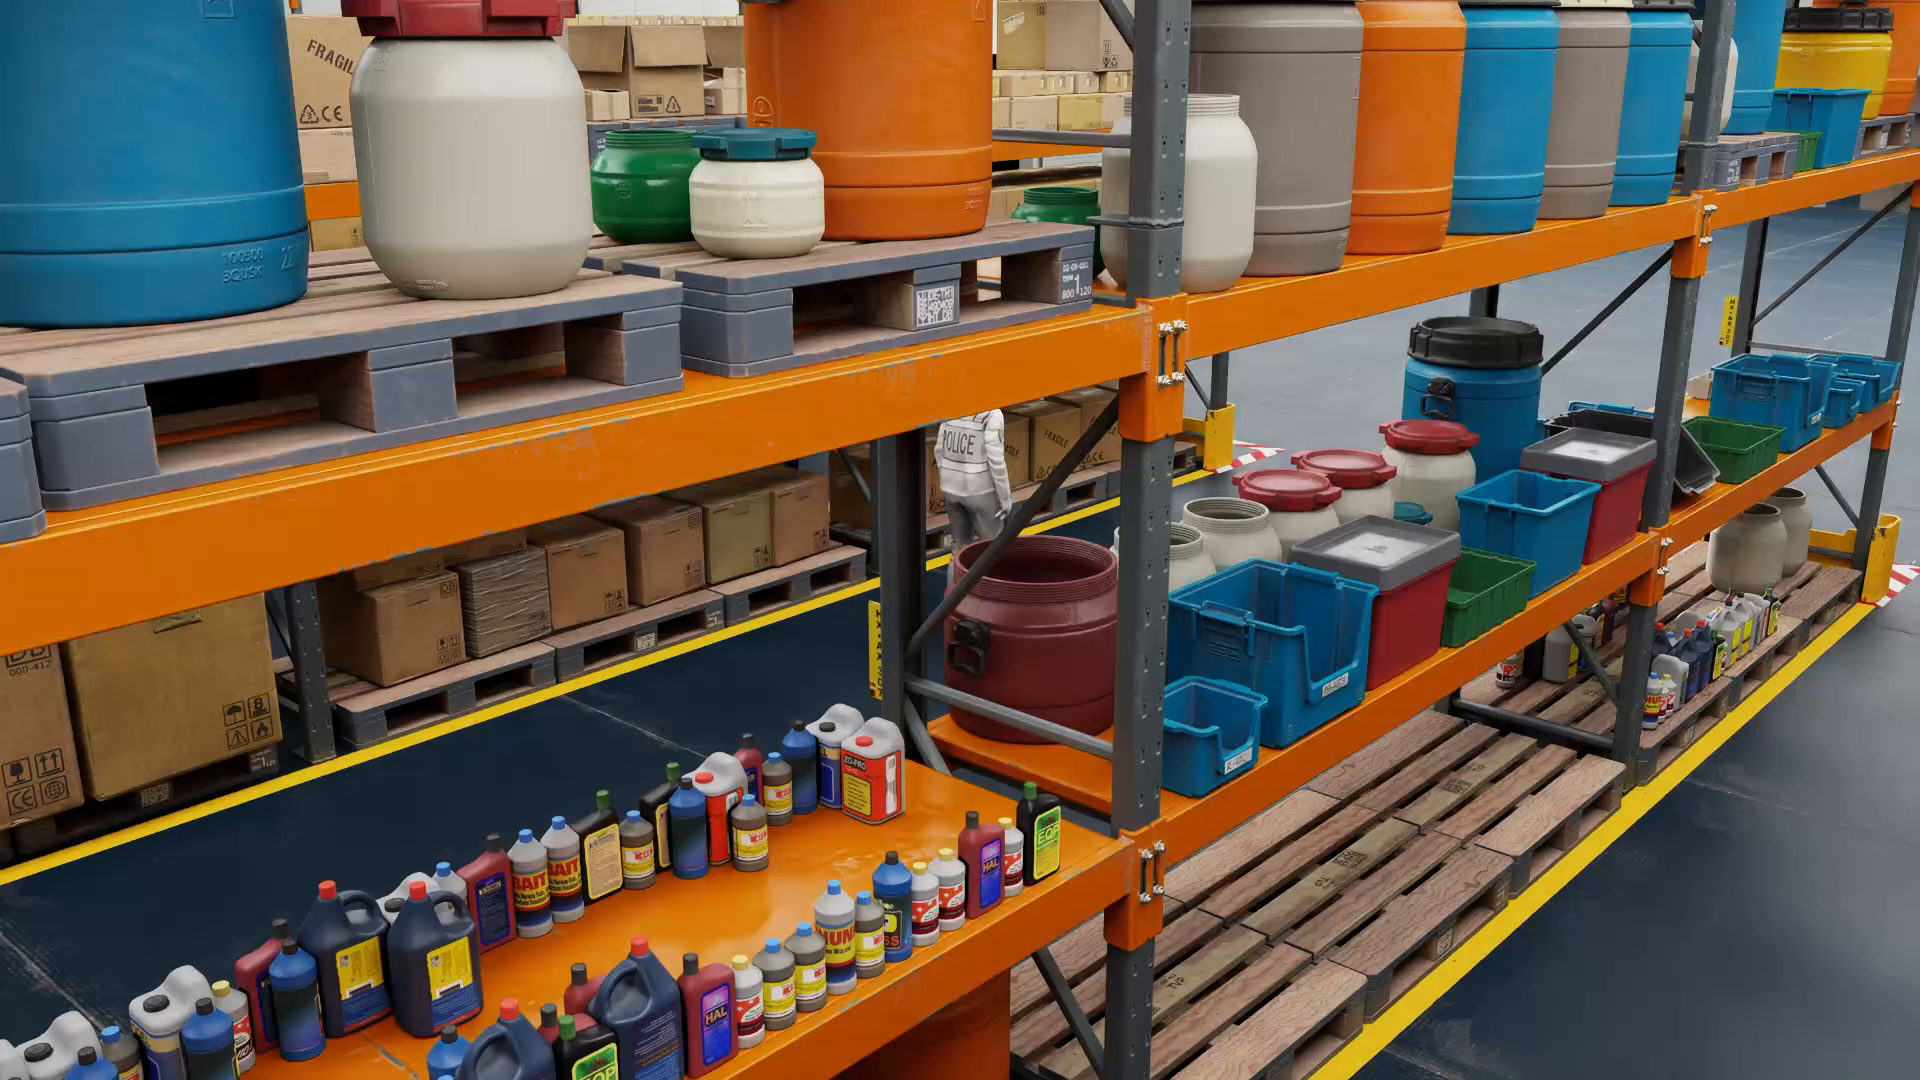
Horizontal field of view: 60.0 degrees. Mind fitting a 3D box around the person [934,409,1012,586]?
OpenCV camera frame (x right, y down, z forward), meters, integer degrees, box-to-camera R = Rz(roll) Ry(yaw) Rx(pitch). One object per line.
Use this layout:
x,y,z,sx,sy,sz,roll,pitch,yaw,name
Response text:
0.084,-0.281,9.957,0.526,1.662,0.374,14,22,39,person
